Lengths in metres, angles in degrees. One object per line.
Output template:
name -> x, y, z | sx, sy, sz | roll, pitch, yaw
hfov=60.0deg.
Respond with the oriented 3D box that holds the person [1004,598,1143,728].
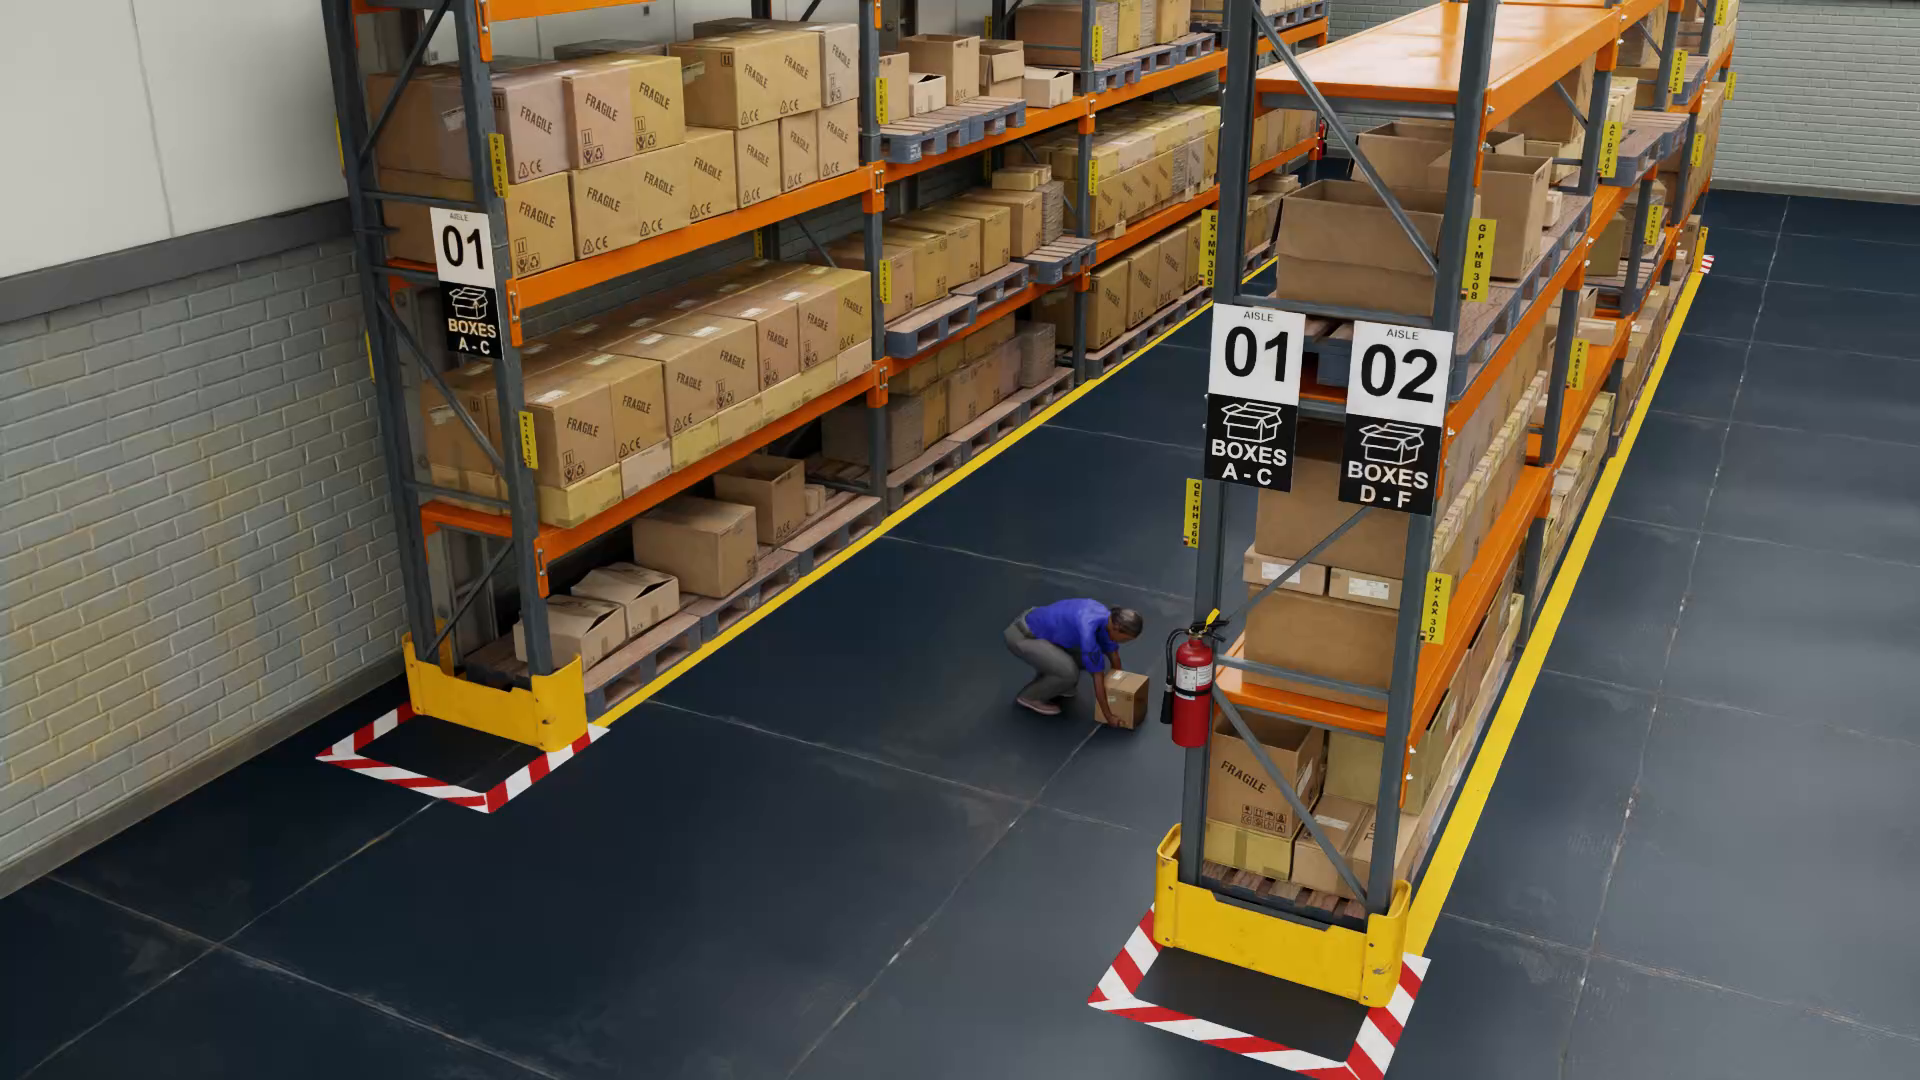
person -> 0.699, 0.706, 10.274 | 0.855, 0.746, 0.457 | 11, 25, 23
